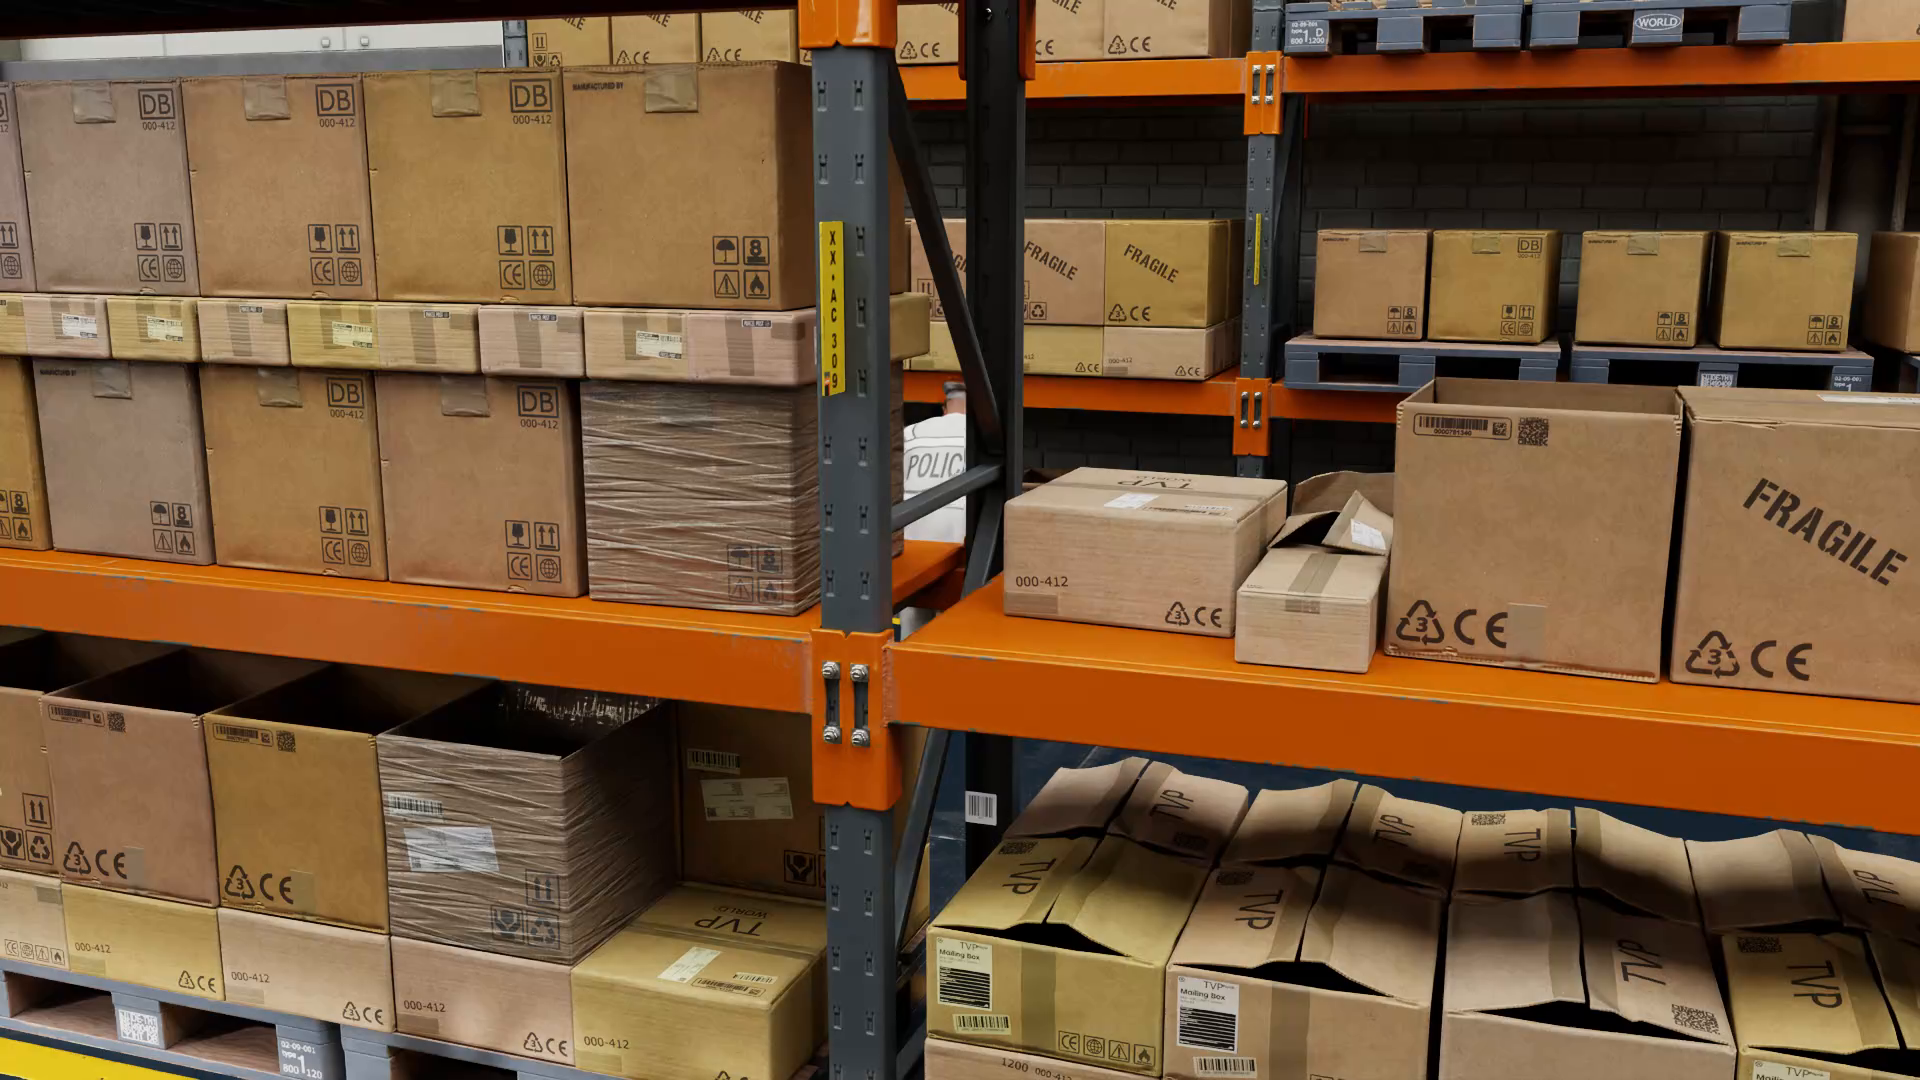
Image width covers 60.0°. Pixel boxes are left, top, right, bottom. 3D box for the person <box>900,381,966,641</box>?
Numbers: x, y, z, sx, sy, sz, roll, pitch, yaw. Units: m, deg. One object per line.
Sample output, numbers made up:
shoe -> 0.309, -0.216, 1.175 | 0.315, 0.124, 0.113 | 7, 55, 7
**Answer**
person -> -0.058, 0.019, 7.275 | 0.590, 1.381, 0.826 | 4, 12, 19
